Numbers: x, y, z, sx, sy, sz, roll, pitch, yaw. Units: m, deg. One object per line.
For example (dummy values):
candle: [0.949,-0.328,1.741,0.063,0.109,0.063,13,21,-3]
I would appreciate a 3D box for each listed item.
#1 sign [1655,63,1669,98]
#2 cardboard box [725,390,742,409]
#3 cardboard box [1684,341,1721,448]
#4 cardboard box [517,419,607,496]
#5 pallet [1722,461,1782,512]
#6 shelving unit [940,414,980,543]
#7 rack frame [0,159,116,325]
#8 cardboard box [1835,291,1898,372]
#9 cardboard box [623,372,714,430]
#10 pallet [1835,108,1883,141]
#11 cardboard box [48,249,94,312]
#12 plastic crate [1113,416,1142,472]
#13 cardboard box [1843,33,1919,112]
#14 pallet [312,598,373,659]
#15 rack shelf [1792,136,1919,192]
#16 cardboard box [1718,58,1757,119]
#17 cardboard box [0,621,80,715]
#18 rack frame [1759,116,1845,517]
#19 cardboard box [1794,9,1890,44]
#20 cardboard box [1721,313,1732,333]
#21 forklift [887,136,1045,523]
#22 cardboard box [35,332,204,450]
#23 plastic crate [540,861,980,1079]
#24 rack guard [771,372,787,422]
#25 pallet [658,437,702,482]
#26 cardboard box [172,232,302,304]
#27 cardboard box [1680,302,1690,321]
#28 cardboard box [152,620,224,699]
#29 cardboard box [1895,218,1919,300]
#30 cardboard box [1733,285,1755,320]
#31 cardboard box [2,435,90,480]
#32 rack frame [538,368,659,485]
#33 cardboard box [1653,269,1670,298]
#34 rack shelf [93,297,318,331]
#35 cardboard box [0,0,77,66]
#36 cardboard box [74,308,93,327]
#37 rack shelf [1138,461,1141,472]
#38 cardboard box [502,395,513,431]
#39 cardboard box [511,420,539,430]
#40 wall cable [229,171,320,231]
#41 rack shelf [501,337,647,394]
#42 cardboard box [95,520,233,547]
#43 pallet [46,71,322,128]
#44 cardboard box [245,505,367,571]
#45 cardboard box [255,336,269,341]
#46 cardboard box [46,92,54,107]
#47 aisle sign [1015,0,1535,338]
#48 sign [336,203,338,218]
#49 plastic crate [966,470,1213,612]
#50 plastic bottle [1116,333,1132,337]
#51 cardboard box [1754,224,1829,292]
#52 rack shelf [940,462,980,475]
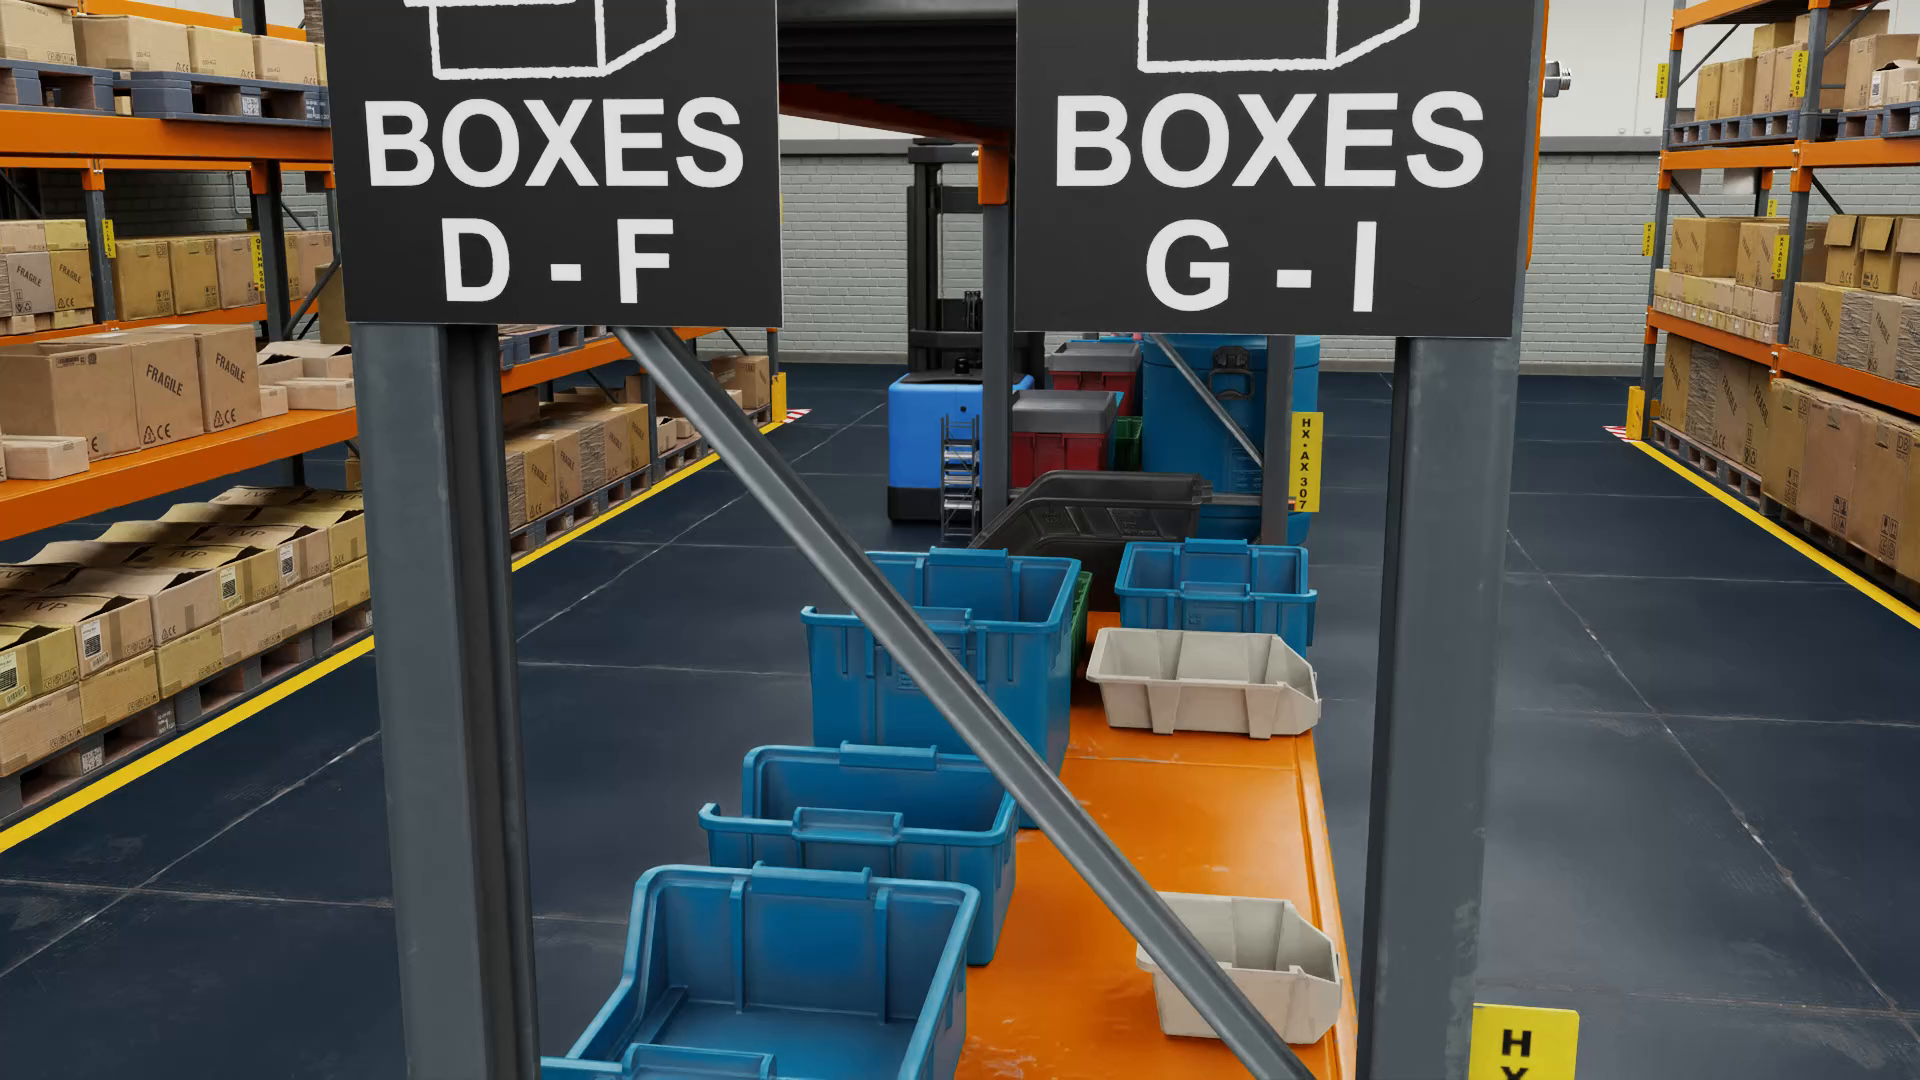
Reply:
sign: [6.769,-4.426,16.027,0.100,0.325,0.005,2,12,9]
cardboard box: [-2.488,-1.349,16.616,0.500,0.250,0.500,2,12,9]
cardboard box: [7.157,-1.316,15.025,0.875,0.875,0.875,2,12,9]
cardboard box: [-3.042,-0.638,12.721,0.500,0.500,0.500,2,12,9]
pallet: [6.895,-0.434,13.507,1.003,0.211,1.213,2,12,9]
shelving unit: [0.001,-0.442,11.906,0.258,0.900,0.210,2,12,9]
rack frame: [-7.982,-2.123,14.725,1.000,3.000,0.127,2,12,9]
cardboard box: [6.229,-1.394,11.105,0.500,0.500,0.500,2,12,7]
cardboard box: [-2.803,-1.349,16.016,0.797,0.503,0.637,2,12,9]
pallet: [6.609,-2.822,11.302,0.805,0.209,1.217,1,12,6]
cardboard box: [-7.804,-2.223,14.197,0.500,0.500,0.500,2,12,8]
plastic crate: [0.565,-0.405,7.255,0.450,0.188,0.662,2,12,9]
cardboard box: [6.622,-3.241,11.558,0.700,0.500,0.500,2,12,10]
pallet: [-3.867,0.402,9.625,1.003,0.211,1.213,2,12,9]
rack shelf: [6.393,-2.340,10.319,1.077,0.370,4.000,2,12,9]
cardboard box: [7.052,-3.911,14.431,0.700,0.500,0.500,1,12,5]
cardboard box: [-4.008,0.489,6.805,0.500,0.311,0.500,2,12,9]
rack frame: [6.701,-1.642,12.491,1.000,3.000,0.127,2,12,9]
cardboard box: [6.852,-3.973,12.938,0.500,0.250,0.500,1,12,5]
cardboard box: [6.582,-1.807,13.855,0.380,0.149,0.250,2,12,10]
forklift: [0.157,-1.820,13.482,1.130,2.935,3.031,2,12,7]
cardboard box: [-4.025,-0.720,7.978,0.500,0.500,0.500,2,12,9]
plastic crate: [-0.257,0.655,2.189,0.499,0.251,0.616,2,12,9]
rack guard: [-2.483,-1.558,18.038,1.175,0.500,0.348,2,12,9]
pallet: [-2.980,-0.743,14.941,1.003,0.211,1.213,2,12,9]
cardboard box: [-7.537,-2.844,17.359,0.980,0.700,0.700,2,12,8]
cardboard box: [6.779,-2.074,15.095,0.380,0.149,0.250,2,12,8]
cardboard box: [-3.854,0.551,7.849,0.500,0.250,0.500,1,12,7]
cardboard box: [6.414,-1.775,10.493,0.797,0.503,0.637,2,12,10]
cardboard box: [6.587,-1.922,13.442,0.500,0.250,0.500,2,12,10]
cardboard box: [-3.979,-0.353,7.108,0.380,0.149,0.250,2,12,9]
rack frame: [-3.087,-1.963,13.984,1.000,3.000,0.127,2,12,9]
cardboard box: [6.976,-2.455,15.916,0.500,0.250,0.500,2,12,7]
rack shelf: [-7.675,-2.188,16.733,1.077,0.370,4.000,2,12,9]
cardboard box: [-4.131,-2.139,7.037,0.500,0.250,0.500,1,12,3]
cardboard box: [-7.755,-1.931,14.380,0.380,0.149,0.250,2,12,9]
rack shelf: [0.884,-0.201,7.516,1.077,0.370,4.000,2,12,9]
cardboard box: [-3.633,-0.918,12.241,0.500,0.250,0.500,2,12,8]
cardboard box: [-3.557,-0.649,12.772,0.500,0.500,0.500,2,12,9]
wall cable: [-8.105,-3.750,19.861,0.084,1.984,1.851,2,12,9]
rack shelf: [-3.395,-1.195,12.128,1.077,0.370,4.000,2,12,9]
cardboard box: [-4.226,0.049,8.844,0.500,0.311,0.500,2,12,7]
pallet: [-3.887,-2.128,8.075,1.003,0.211,1.213,2,12,11]
cardboard box: [-3.613,-0.041,9.261,0.500,0.311,0.500,2,12,8]
cardboard box: [-7.554,-2.140,18.199,0.380,0.149,0.250,2,12,9]
cardboard box: [-8.109,-3.920,15.066,0.500,0.250,0.500,2,12,9]
aisle sign: [0.240,-0.551,1.257,0.394,0.787,0.004,2,12,9]
sign: [-6.833,-3.617,18.347,0.100,0.325,0.005,2,12,9]
plastic crate: [0.370,-0.002,5.028,0.767,0.338,0.504,2,12,9]
plastic bottle: [1.074,-1.313,11.083,0.144,0.351,0.185,2,12,9]
cardboard box: [6.507,-2.185,12.881,0.500,0.500,0.500,2,12,10]
rack shelf: [0.001,-0.497,11.894,0.258,0.077,0.200,2,12,9]
